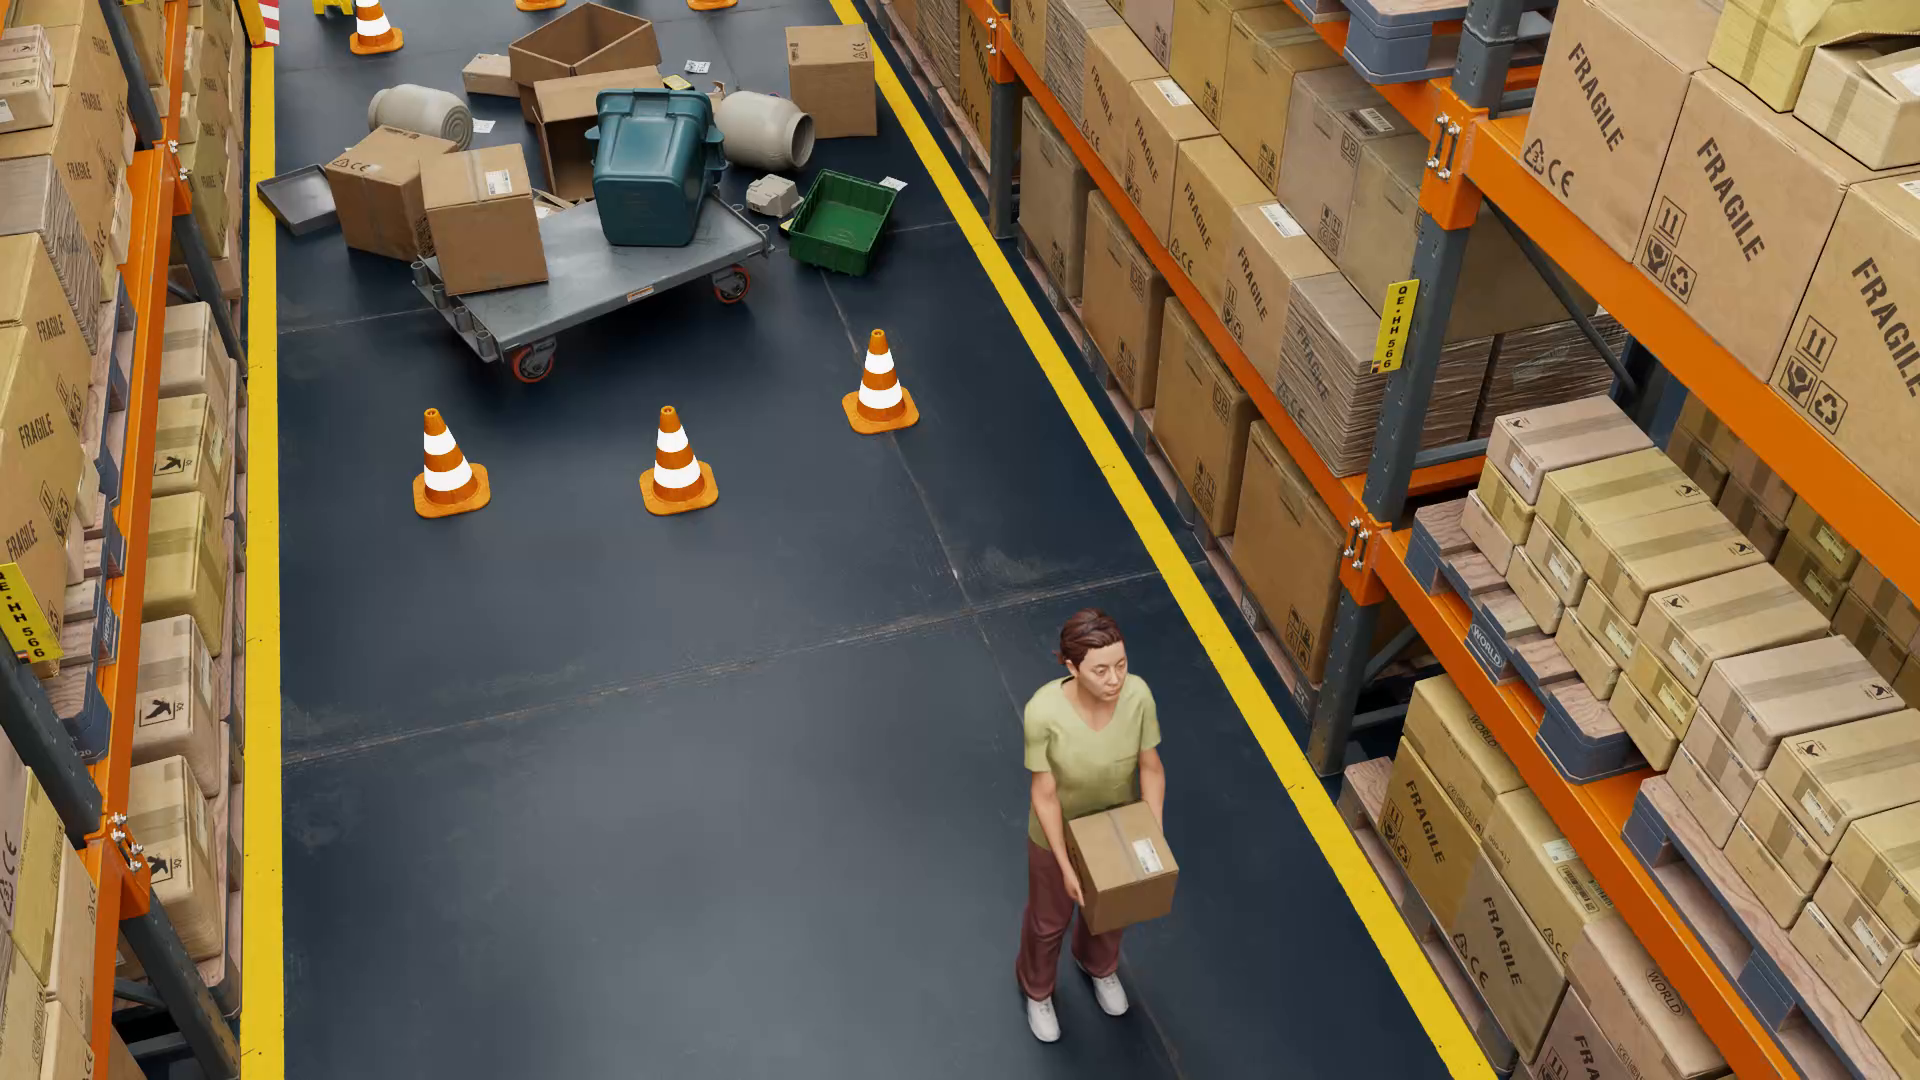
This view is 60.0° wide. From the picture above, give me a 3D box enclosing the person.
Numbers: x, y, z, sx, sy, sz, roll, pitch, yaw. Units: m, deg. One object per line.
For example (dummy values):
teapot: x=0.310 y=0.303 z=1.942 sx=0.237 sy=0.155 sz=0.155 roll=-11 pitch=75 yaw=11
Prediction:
person: x=0.414 y=0.924 z=5.149 sx=0.439 sy=1.674 sz=0.537 roll=-12 pitch=44 yaw=-13
